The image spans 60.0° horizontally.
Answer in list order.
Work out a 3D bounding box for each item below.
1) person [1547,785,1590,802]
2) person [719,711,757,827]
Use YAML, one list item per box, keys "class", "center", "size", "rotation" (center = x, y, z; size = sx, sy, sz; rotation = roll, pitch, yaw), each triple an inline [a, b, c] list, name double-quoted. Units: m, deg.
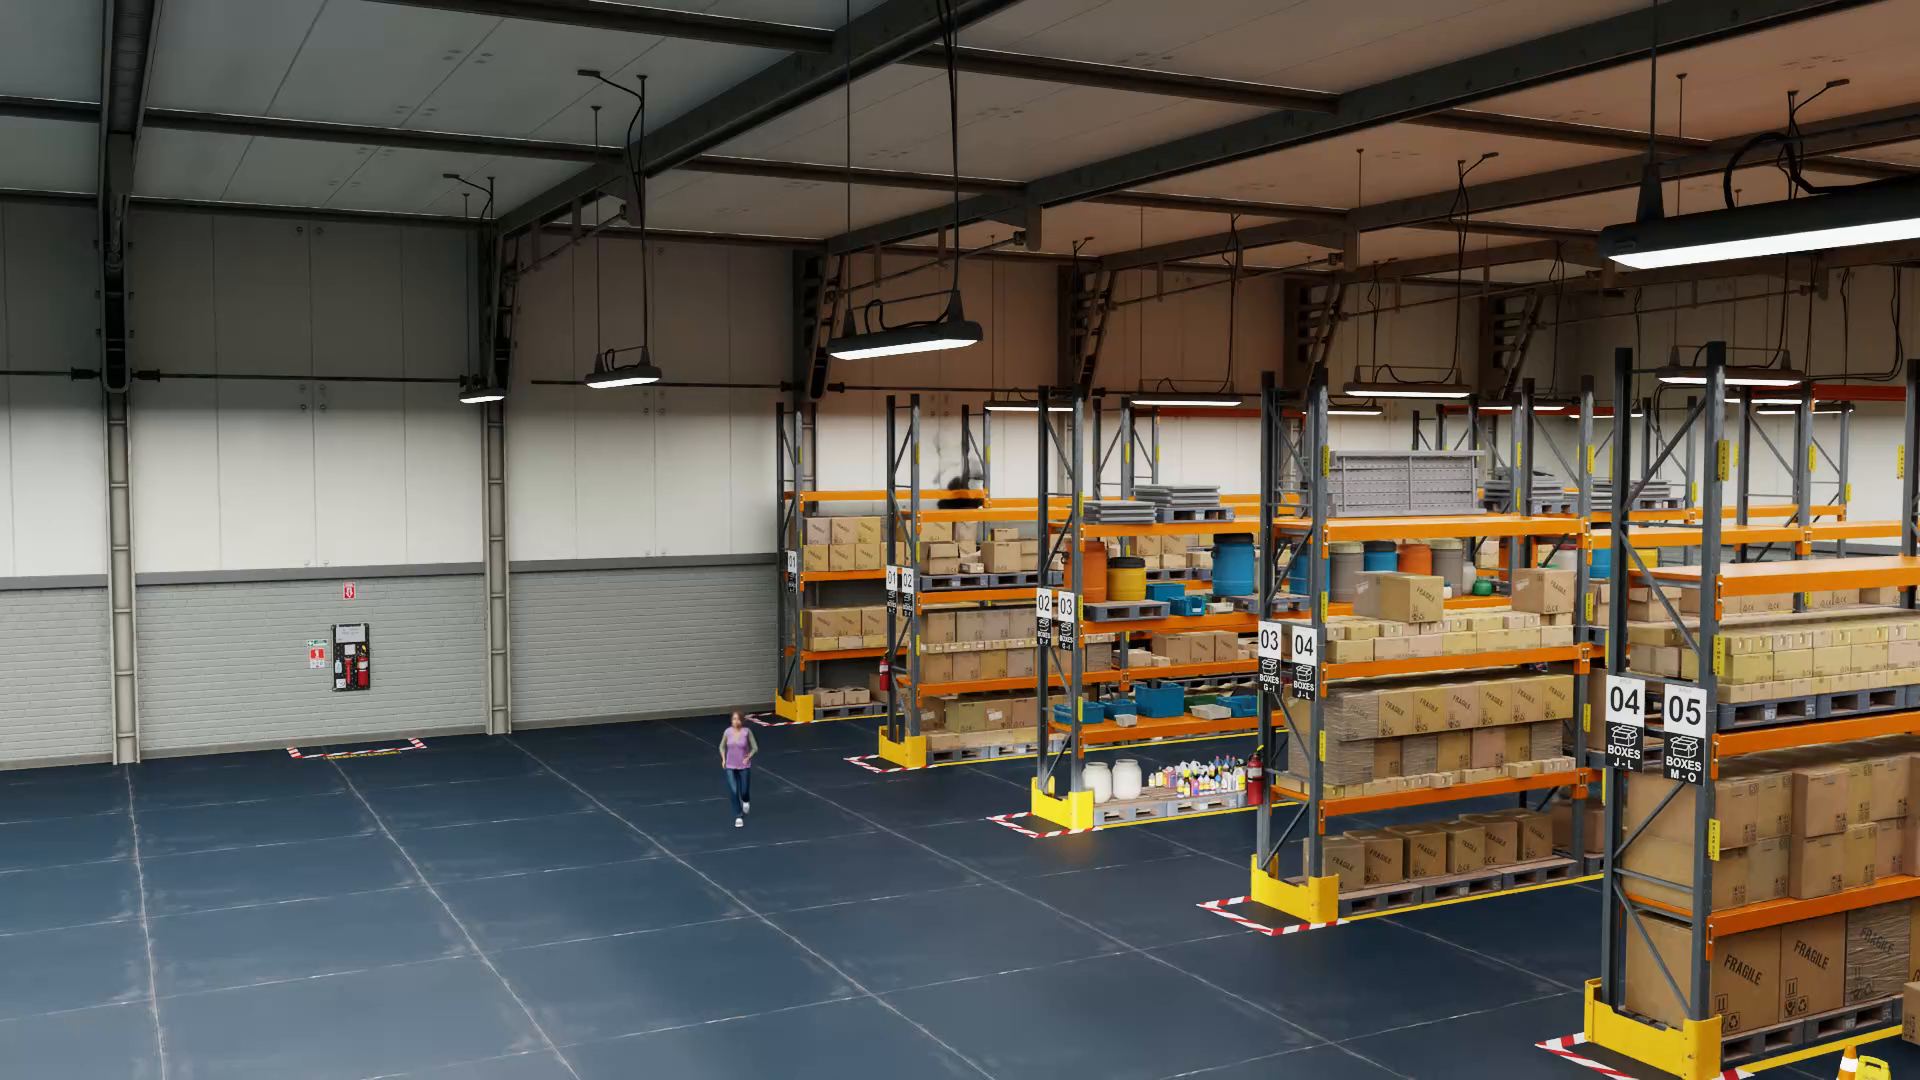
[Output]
- class: "person"
  center: [8.301, 3.005, 22.748]
  size: [0.701, 1.742, 0.712]
  rotation: [-1, 3, -21]
- class: "person"
  center: [-3.029, 3.102, 22.688]
  size: [0.529, 1.556, 0.602]
  rotation: [0, 3, 0]
